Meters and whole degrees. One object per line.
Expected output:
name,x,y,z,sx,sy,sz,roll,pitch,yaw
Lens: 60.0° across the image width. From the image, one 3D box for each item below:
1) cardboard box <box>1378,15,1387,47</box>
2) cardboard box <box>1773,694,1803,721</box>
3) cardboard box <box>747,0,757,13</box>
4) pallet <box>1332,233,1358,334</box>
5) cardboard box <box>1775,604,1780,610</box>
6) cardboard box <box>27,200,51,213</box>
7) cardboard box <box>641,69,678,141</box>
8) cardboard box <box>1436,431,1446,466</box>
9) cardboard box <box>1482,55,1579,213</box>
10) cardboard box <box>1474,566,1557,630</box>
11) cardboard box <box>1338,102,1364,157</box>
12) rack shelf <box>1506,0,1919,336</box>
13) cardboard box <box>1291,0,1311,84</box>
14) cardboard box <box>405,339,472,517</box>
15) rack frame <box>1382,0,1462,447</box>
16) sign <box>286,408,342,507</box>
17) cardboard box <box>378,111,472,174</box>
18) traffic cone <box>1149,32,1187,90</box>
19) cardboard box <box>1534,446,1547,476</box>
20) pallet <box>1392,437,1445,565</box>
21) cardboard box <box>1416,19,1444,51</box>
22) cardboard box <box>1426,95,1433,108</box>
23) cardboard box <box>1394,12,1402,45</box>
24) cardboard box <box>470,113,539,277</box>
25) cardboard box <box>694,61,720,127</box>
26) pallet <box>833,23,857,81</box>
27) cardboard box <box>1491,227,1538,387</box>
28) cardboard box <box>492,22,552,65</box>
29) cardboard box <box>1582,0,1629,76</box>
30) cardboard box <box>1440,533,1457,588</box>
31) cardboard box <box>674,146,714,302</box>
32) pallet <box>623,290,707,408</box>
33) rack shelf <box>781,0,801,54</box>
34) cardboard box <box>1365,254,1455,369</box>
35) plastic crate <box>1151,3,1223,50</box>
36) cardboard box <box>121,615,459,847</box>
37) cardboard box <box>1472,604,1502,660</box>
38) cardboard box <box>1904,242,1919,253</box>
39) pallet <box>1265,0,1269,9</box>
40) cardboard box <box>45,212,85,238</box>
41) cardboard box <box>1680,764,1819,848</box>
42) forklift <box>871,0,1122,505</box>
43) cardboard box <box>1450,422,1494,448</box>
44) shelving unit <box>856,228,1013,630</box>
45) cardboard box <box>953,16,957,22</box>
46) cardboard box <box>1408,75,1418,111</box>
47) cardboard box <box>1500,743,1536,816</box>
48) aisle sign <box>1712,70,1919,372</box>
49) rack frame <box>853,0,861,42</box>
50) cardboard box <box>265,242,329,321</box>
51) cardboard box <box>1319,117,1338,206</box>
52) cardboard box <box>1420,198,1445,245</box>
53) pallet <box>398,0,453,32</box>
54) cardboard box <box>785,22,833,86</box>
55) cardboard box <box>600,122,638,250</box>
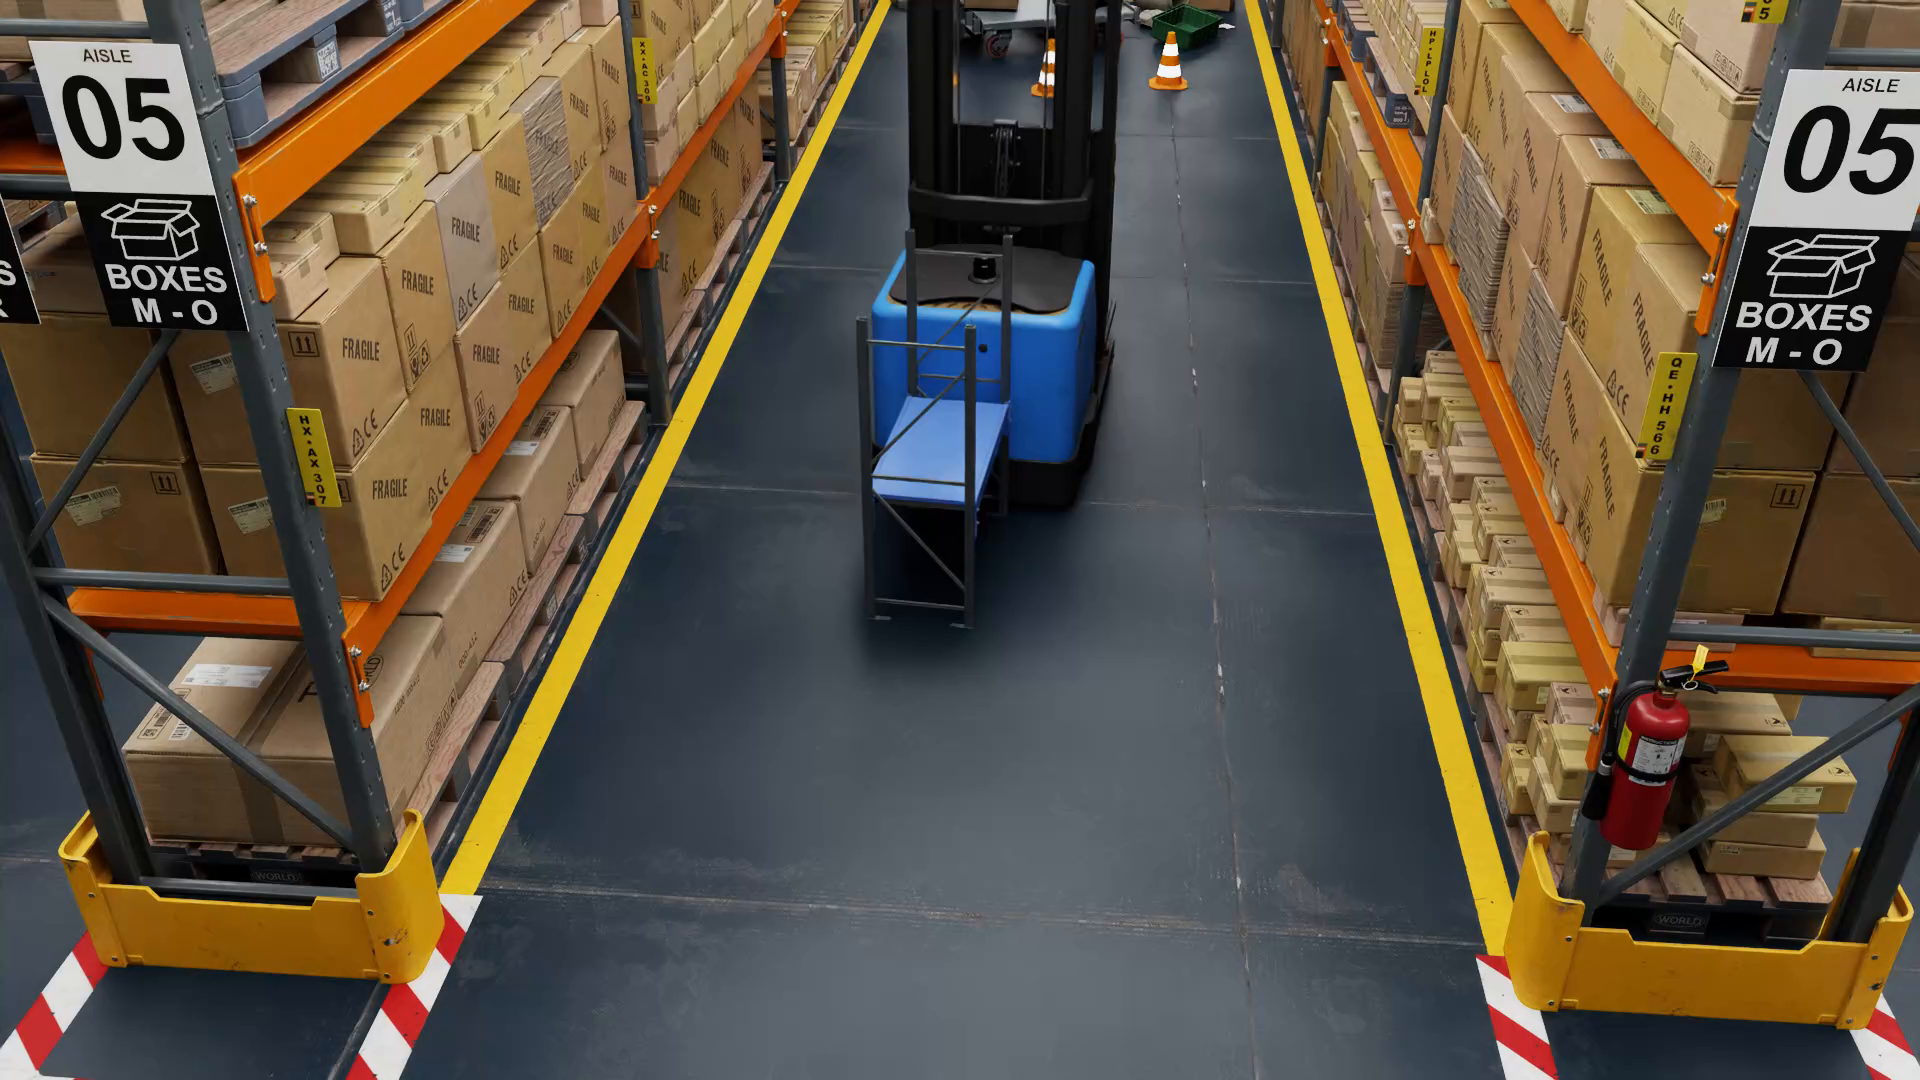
cardboard box,2.826,-3.173,10.378,0.380,0.149,0.250,3,32,6
cardboard box,2.927,0.542,6.262,0.380,0.149,0.250,2,32,4
cardboard box,-1.620,-3.663,11.002,0.500,0.250,0.500,2,32,3
pallet,2.980,-1.656,10.736,1.003,0.211,1.213,2,32,4
cardboard box,2.828,0.112,5.449,0.380,0.149,0.250,4,32,6
cardboard box,-6.654,-2.606,11.602,0.500,0.500,0.500,4,32,6
cardboard box,-1.804,-2.322,8.826,0.500,0.250,0.500,2,32,3
cardboard box,2.557,-0.447,8.150,0.380,0.149,0.250,2,32,4
cardboard box,2.442,-1.632,6.707,0.500,0.500,0.500,3,32,5
cardboard box,2.309,0.244,6.745,0.380,0.149,0.250,4,32,6
cardboard box,2.808,-2.707,11.050,0.500,0.250,0.500,2,32,3
rack shelf,2.658,-1.721,6.011,1.077,0.370,4.000,2,32,4
cardboard box,3.429,-4.368,14.223,1.050,0.750,0.750,2,32,4
cardboard box,-2.108,-0.411,5.962,0.500,0.500,0.500,2,32,3
rack frame,2.821,-1.797,8.306,1.000,3.000,0.127,2,32,4
sign,-1.894,-0.239,4.878,0.100,0.325,0.005,2,32,4
cardboard box,-2.021,-1.459,6.093,0.380,0.149,0.250,3,32,4
traffic cone,1.858,-4.263,14.726,0.336,0.463,0.334,2,32,4
cardboard box,2.351,-0.312,6.136,0.380,0.149,0.250,1,32,2
pallet,2.801,-0.257,8.465,1.003,0.211,1.213,2,32,4
cardboard box,2.724,-2.753,9.130,0.380,0.149,0.250,2,32,4
cardboard box,2.677,-2.349,8.759,0.380,0.149,0.250,3,32,4
cardboard box,2.786,-3.028,9.860,0.380,0.149,0.250,4,32,6
cardboard box,-2.015,-1.371,6.568,0.500,0.500,0.500,3,32,4
cardboard box,-1.724,-2.648,9.831,0.500,0.250,0.500,2,32,4
pallet,-1.532,-4.544,15.422,1.003,0.211,1.213,2,32,4
cardboard box,2.405,-0.915,6.497,0.500,0.500,0.500,4,32,6
cardboard box,-1.991,-2.129,7.178,0.380,0.149,0.250,2,32,4
cardboard box,2.357,-1.693,5.422,0.500,0.250,0.500,4,32,6
cardboard box,2.406,0.095,7.553,0.380,0.149,0.250,2,32,3
cardboard box,-2.084,-2.030,10.309,0.875,0.875,0.875,3,32,5
pallet,-2.133,-1.175,9.955,1.003,0.211,1.213,2,32,4
rack shelf,-1.632,-4.786,13.843,1.077,0.370,4.000,2,32,4
cardboard box,2.630,-1.309,9.497,0.500,0.500,0.500,2,32,3
plastic crate,2.181,-4.954,16.055,0.450,0.188,0.662,29,41,23
cardboard box,-2.493,0.699,6.298,0.875,0.438,0.875,1,32,2
cardboard box,2.324,0.372,6.821,0.380,0.149,0.250,3,32,5
cardboard box,2.831,-0.787,5.337,0.500,0.500,0.500,3,32,5
pallet,3.709,-5.827,17.504,1.003,0.211,1.213,2,32,4
cardboard box,-2.620,-0.938,5.246,0.380,0.149,0.250,3,32,5
cardboard box,2.794,0.940,5.899,0.380,0.149,0.250,4,32,6
forklift,0.315,-2.185,9.002,1.130,2.935,3.031,5,32,8
cardboard box,2.535,-0.430,7.839,0.380,0.149,0.250,2,32,3
shelving unit,-0.094,-0.520,7.664,0.538,1.500,1.048,5,32,8
cardboard box,-0.026,-5.577,16.821,0.500,0.500,0.500,27,41,37
cardboard box,2.719,-2.482,9.257,0.380,0.149,0.250,1,32,1
cardboard box,2.250,0.907,6.236,0.380,0.149,0.250,3,32,5
aisle sign,2.190,-0.786,4.189,0.394,0.787,0.004,2,32,4
rack frame,-1.470,-6.138,15.351,1.000,3.000,0.127,2,32,4
cardboard box,-2.142,-0.782,4.993,0.380,0.149,0.250,3,32,5
cardboard box,2.835,-2.644,11.663,0.500,0.500,0.500,1,32,2
cardboard box,2.472,-1.555,8.154,0.380,0.149,0.250,4,32,6
pallet,-2.300,-2.131,6.074,1.003,0.211,1.213,2,32,4
cardboard box,-1.620,-4.184,14.285,0.950,0.372,0.625,3,32,6
cardboard box,-1.904,-1.744,8.126,0.500,0.500,0.500,3,32,4
